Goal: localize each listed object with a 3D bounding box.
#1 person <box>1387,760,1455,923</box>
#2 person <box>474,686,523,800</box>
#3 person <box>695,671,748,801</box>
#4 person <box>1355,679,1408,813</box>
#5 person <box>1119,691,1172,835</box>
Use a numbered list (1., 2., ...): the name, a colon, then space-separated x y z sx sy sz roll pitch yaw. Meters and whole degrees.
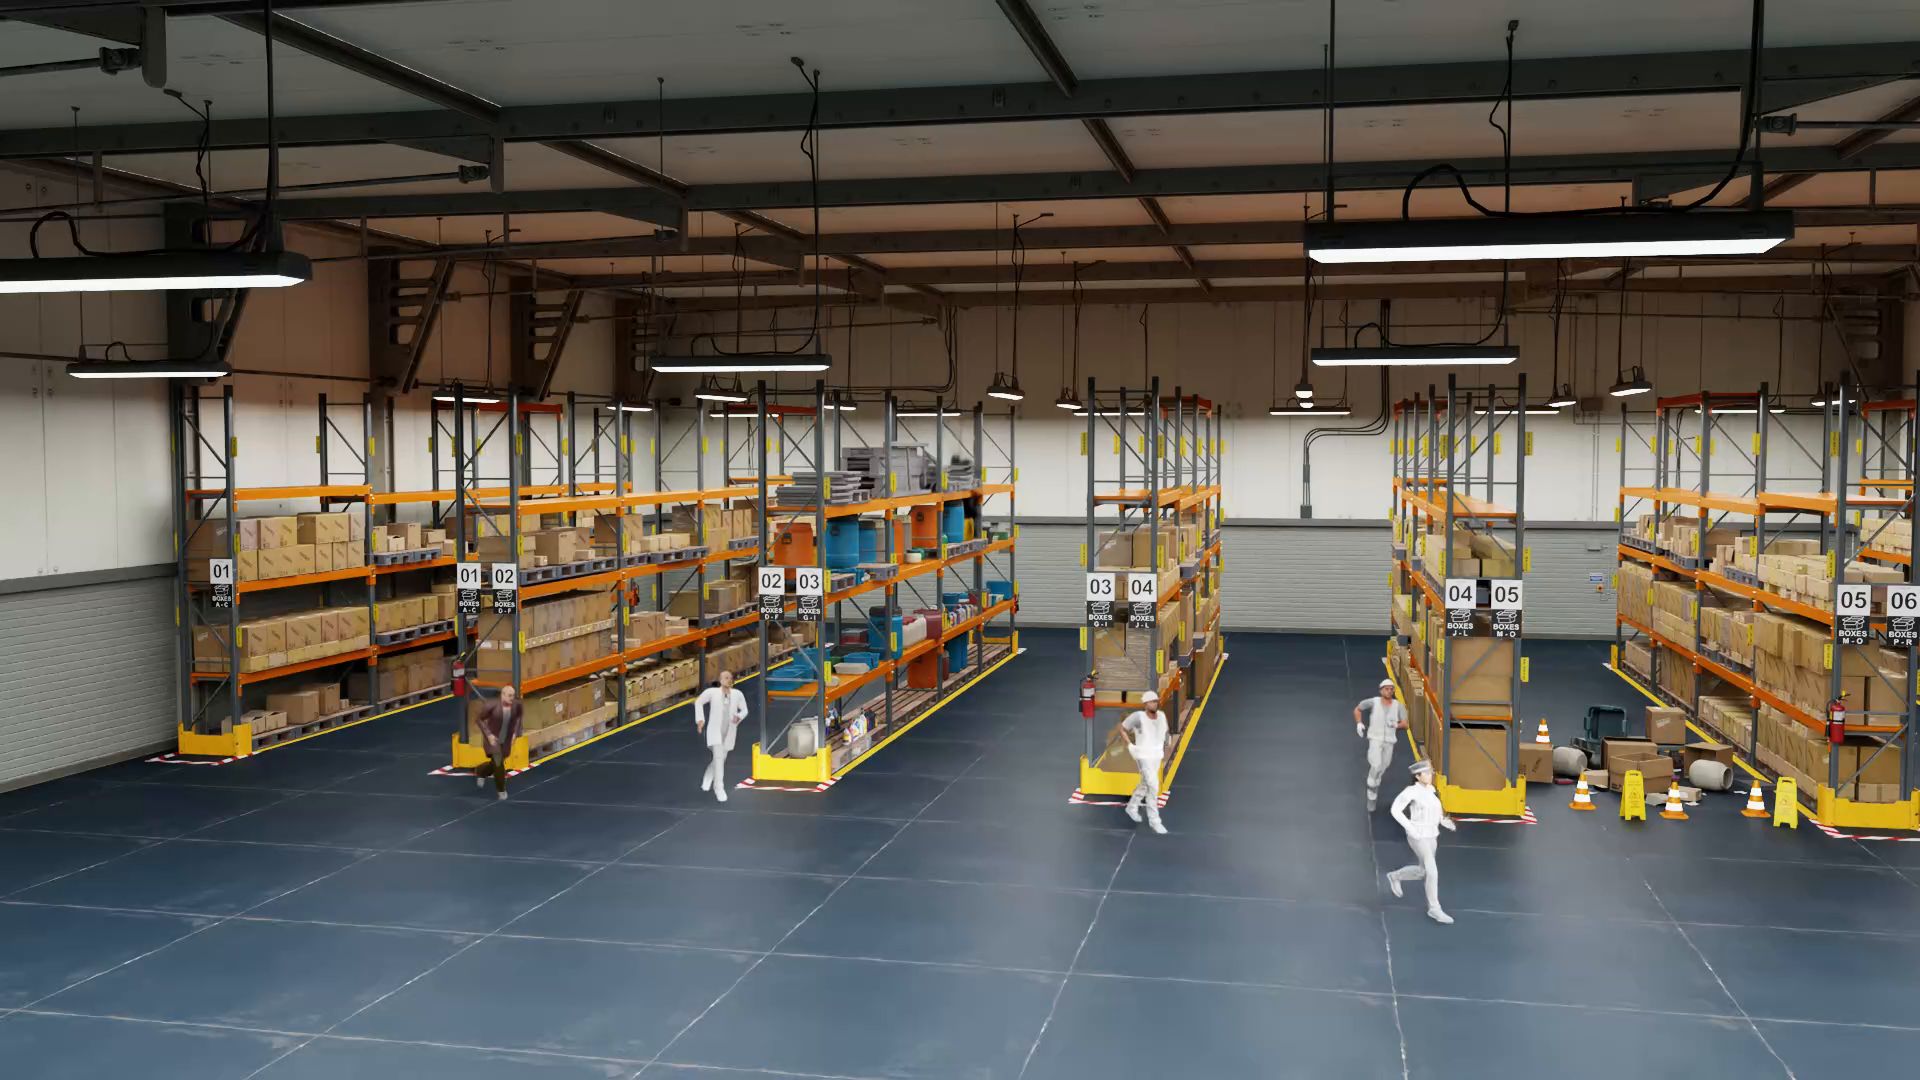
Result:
1. person: 4.909 3.181 17.765 0.618 1.691 0.821 -3 4 -41
2. person: -6.661 2.878 23.835 0.704 1.669 1.015 -3 4 -44
3. person: -3.386 2.775 23.871 0.725 1.766 0.986 -2 4 -26
4. person: 5.868 2.830 23.121 0.672 1.817 0.742 0 3 -4
5. person: 2.463 2.866 21.755 0.671 1.811 0.868 -2 4 -37
